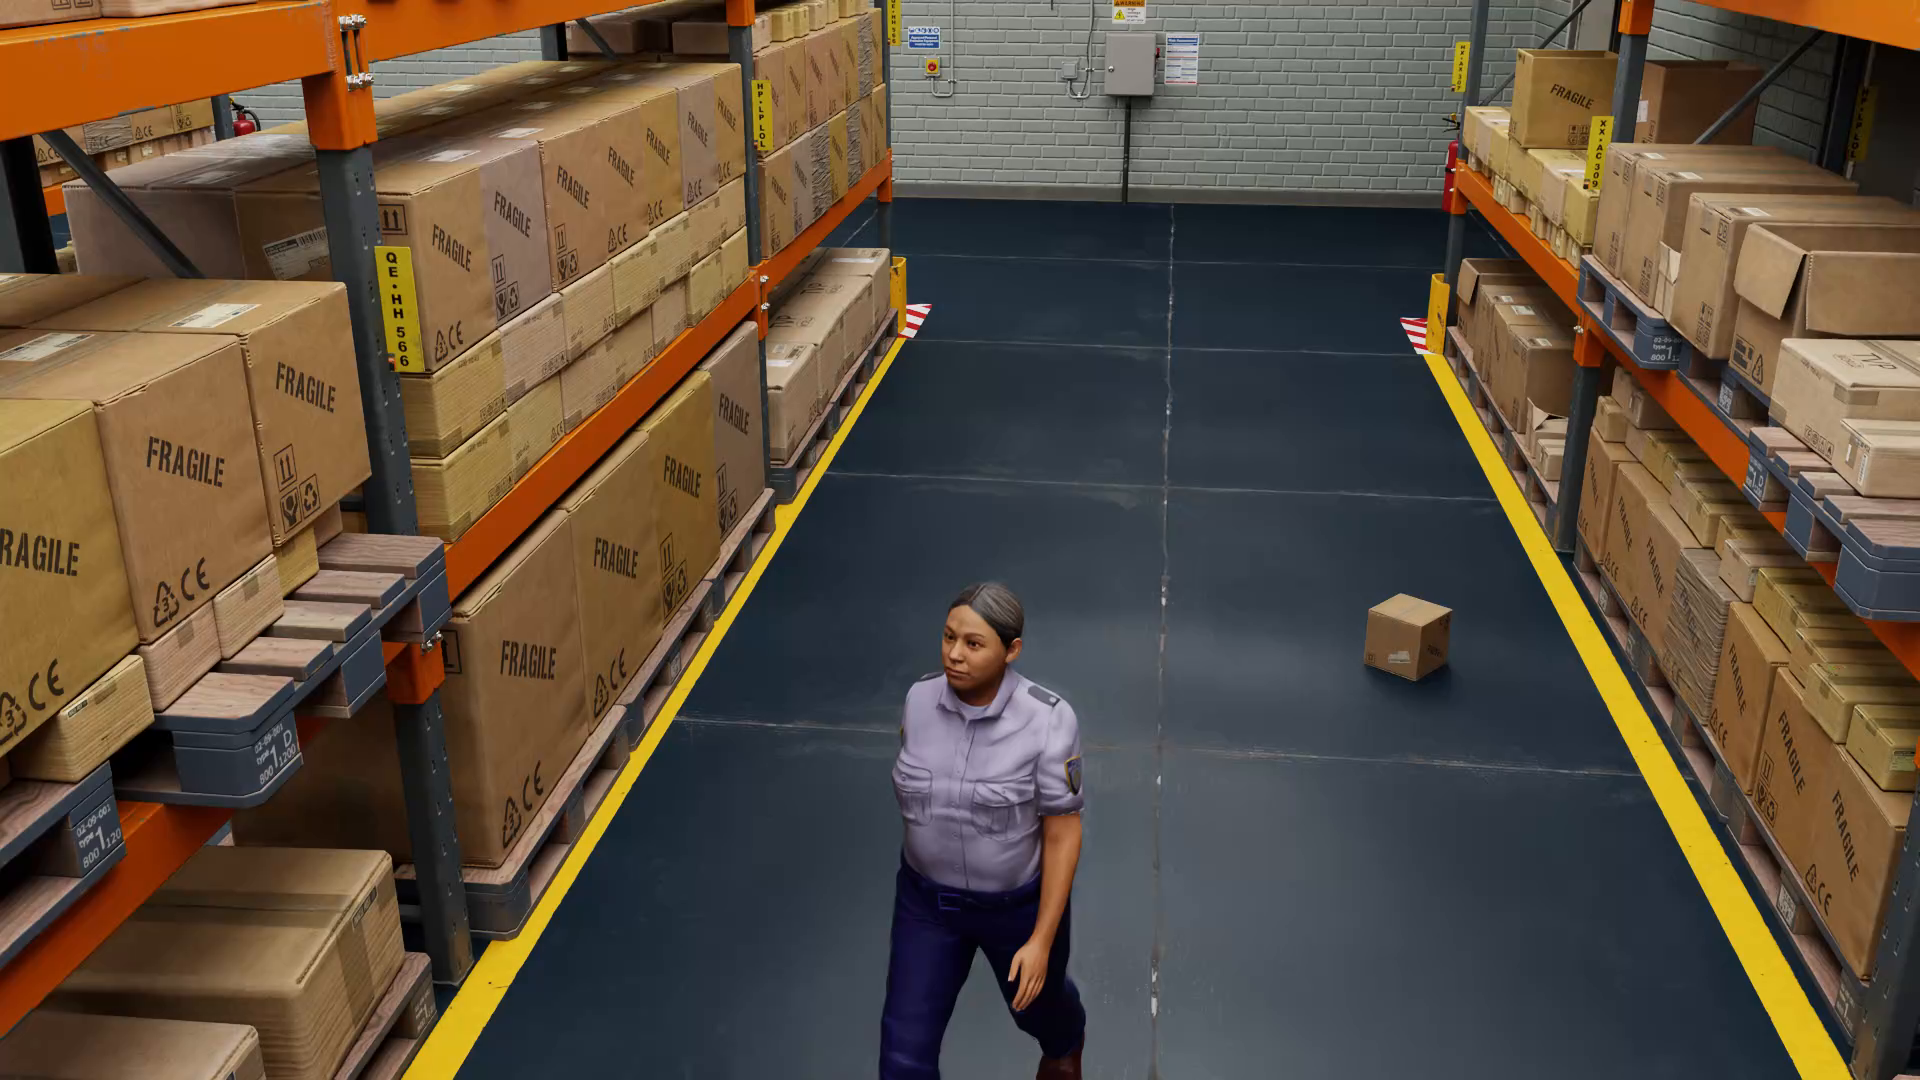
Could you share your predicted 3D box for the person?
[{"bbox_3d":[0.055,0.855,3.908,0.479,1.593,1.023,8,23,19],"label":"person"}]
